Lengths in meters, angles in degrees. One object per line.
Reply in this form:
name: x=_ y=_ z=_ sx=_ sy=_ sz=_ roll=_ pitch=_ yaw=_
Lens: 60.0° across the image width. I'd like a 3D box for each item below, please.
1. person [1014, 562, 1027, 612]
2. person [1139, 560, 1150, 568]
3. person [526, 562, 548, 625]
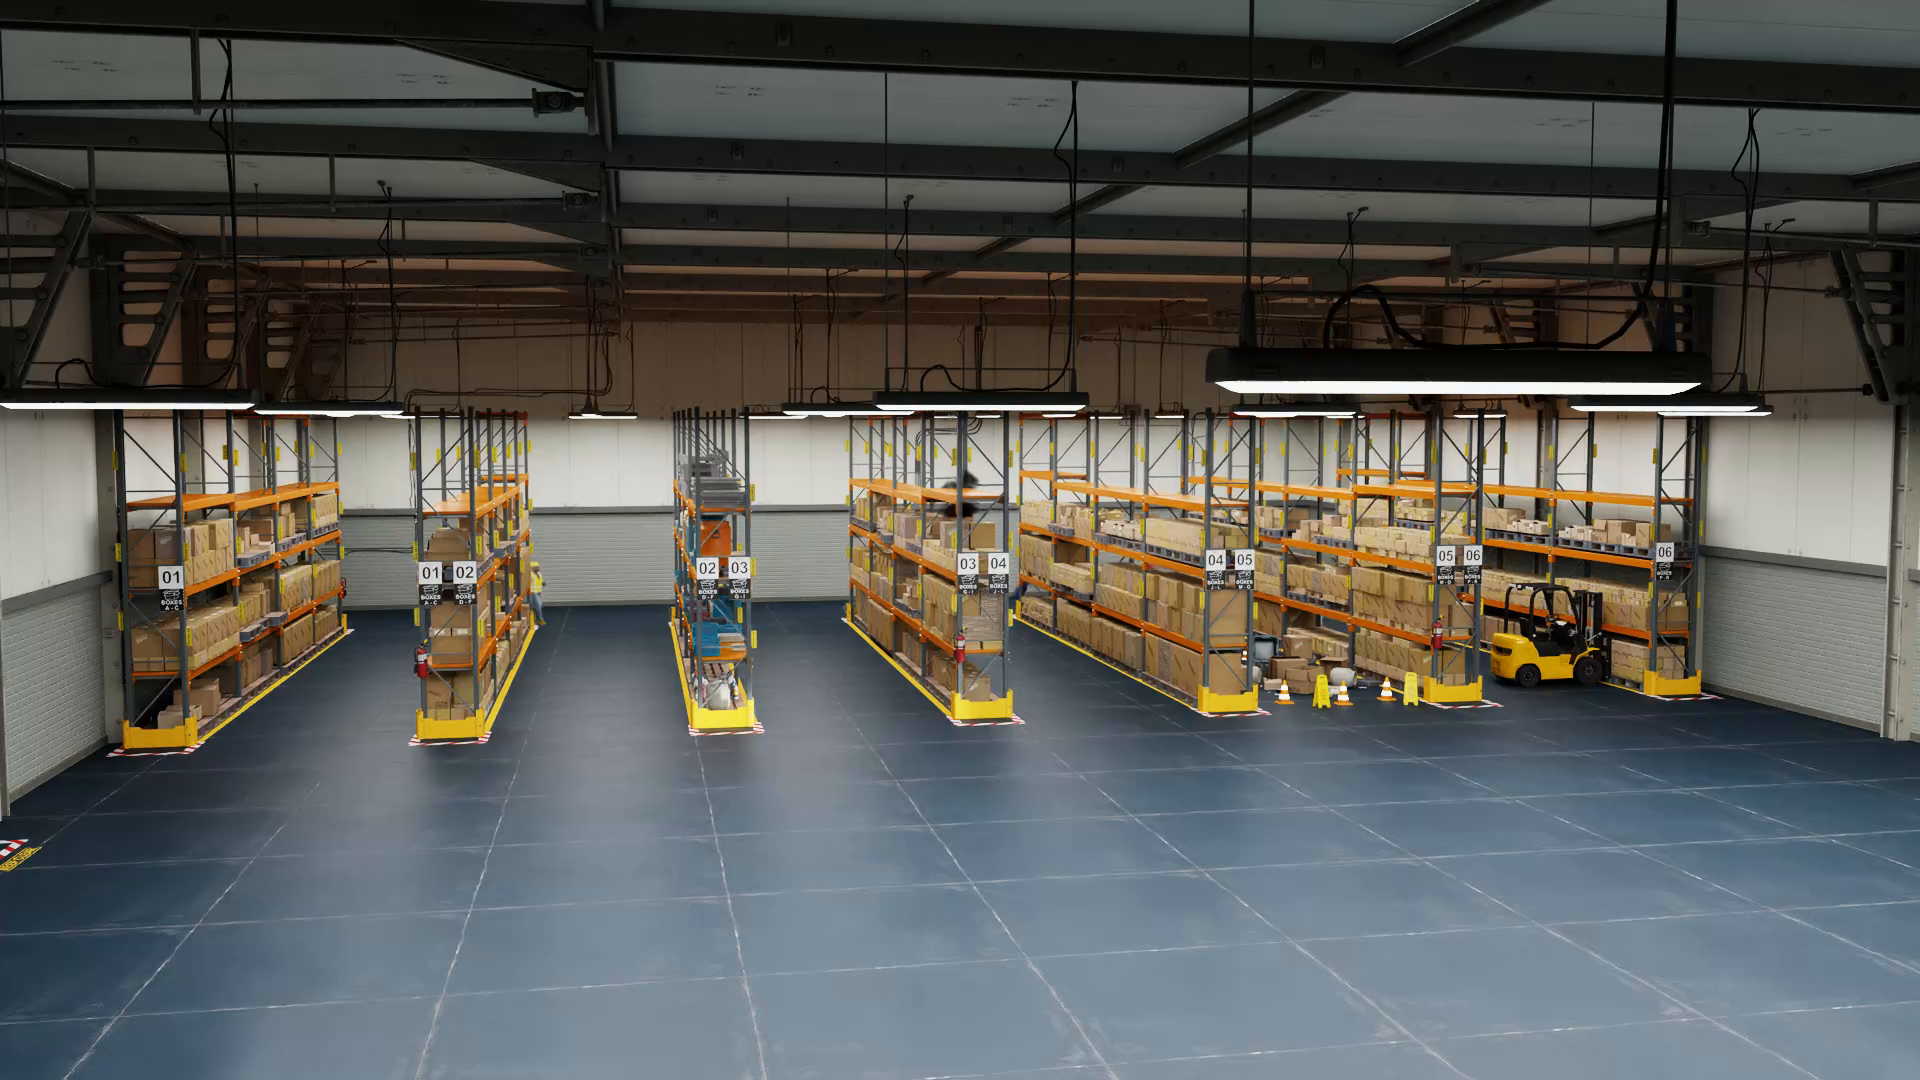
person: x=1.885 y=1.401 z=49.940 sx=0.549 sy=1.600 sz=0.651 roll=0 pitch=4 yaw=4
person: x=5.708 y=1.282 z=50.709 sx=0.659 sy=1.699 sz=0.670 roll=0 pitch=4 yaw=-3
person: x=-12.033 y=1.503 z=47.021 sx=0.939 sy=1.767 sz=0.734 roll=1 pitch=4 yaw=18
